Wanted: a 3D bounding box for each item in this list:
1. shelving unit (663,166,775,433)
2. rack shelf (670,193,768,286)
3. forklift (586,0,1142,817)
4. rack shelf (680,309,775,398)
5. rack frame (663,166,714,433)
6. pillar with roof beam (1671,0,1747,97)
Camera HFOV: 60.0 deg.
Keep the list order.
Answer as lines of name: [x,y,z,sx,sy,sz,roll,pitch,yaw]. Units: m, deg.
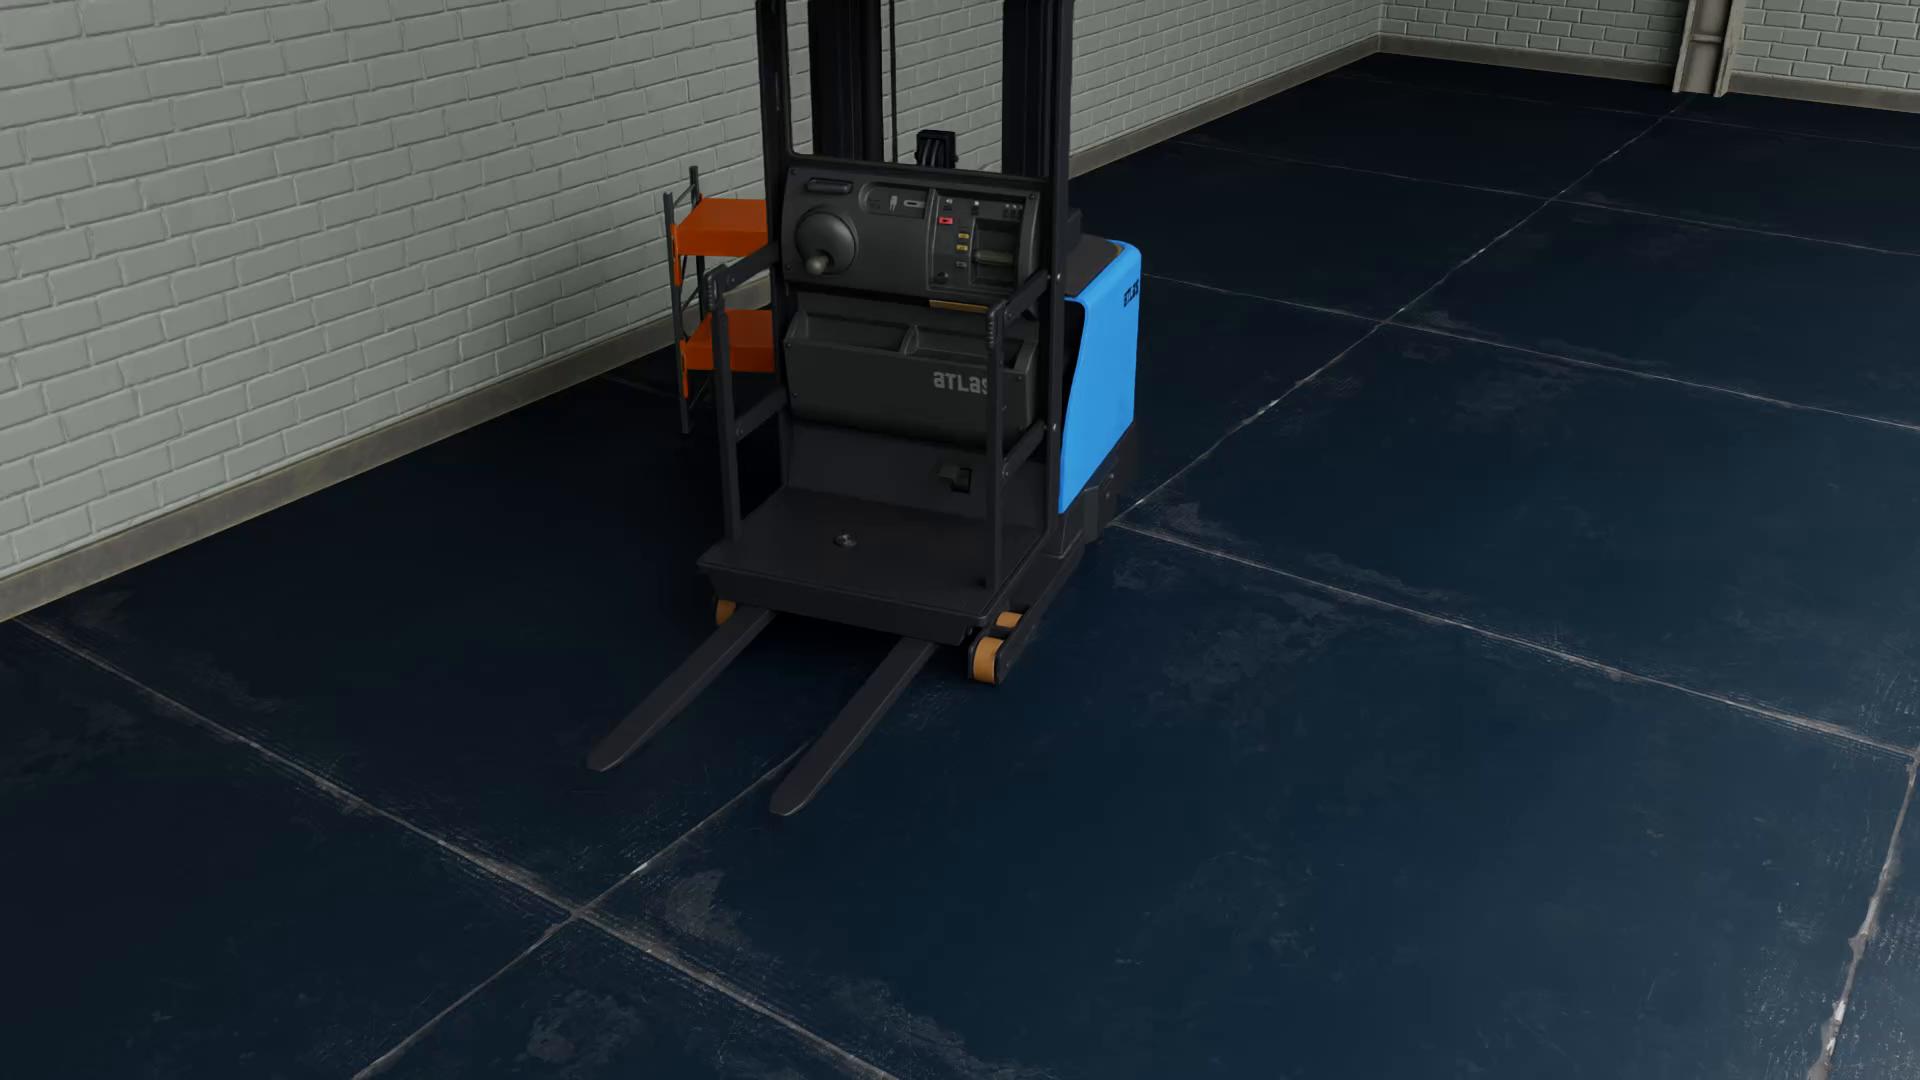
shelving unit: [-0.743,-1.086,7.643,1.048,1.125,0.538,3,27,5]
rack shelf: [-0.743,-1.346,7.510,1.000,0.278,0.538,3,27,5]
forklift: [-0.254,-1.019,5.521,1.130,2.935,3.031,10,29,19]
rack shelf: [-0.743,-0.868,7.754,1.000,0.278,0.538,3,27,5]
rack frame: [-1.248,-1.110,7.691,0.032,1.125,0.500,3,27,5]
pillar with roof beam: [3.952,-6.277,9.163,0.400,9.000,9.100,17,32,30]
